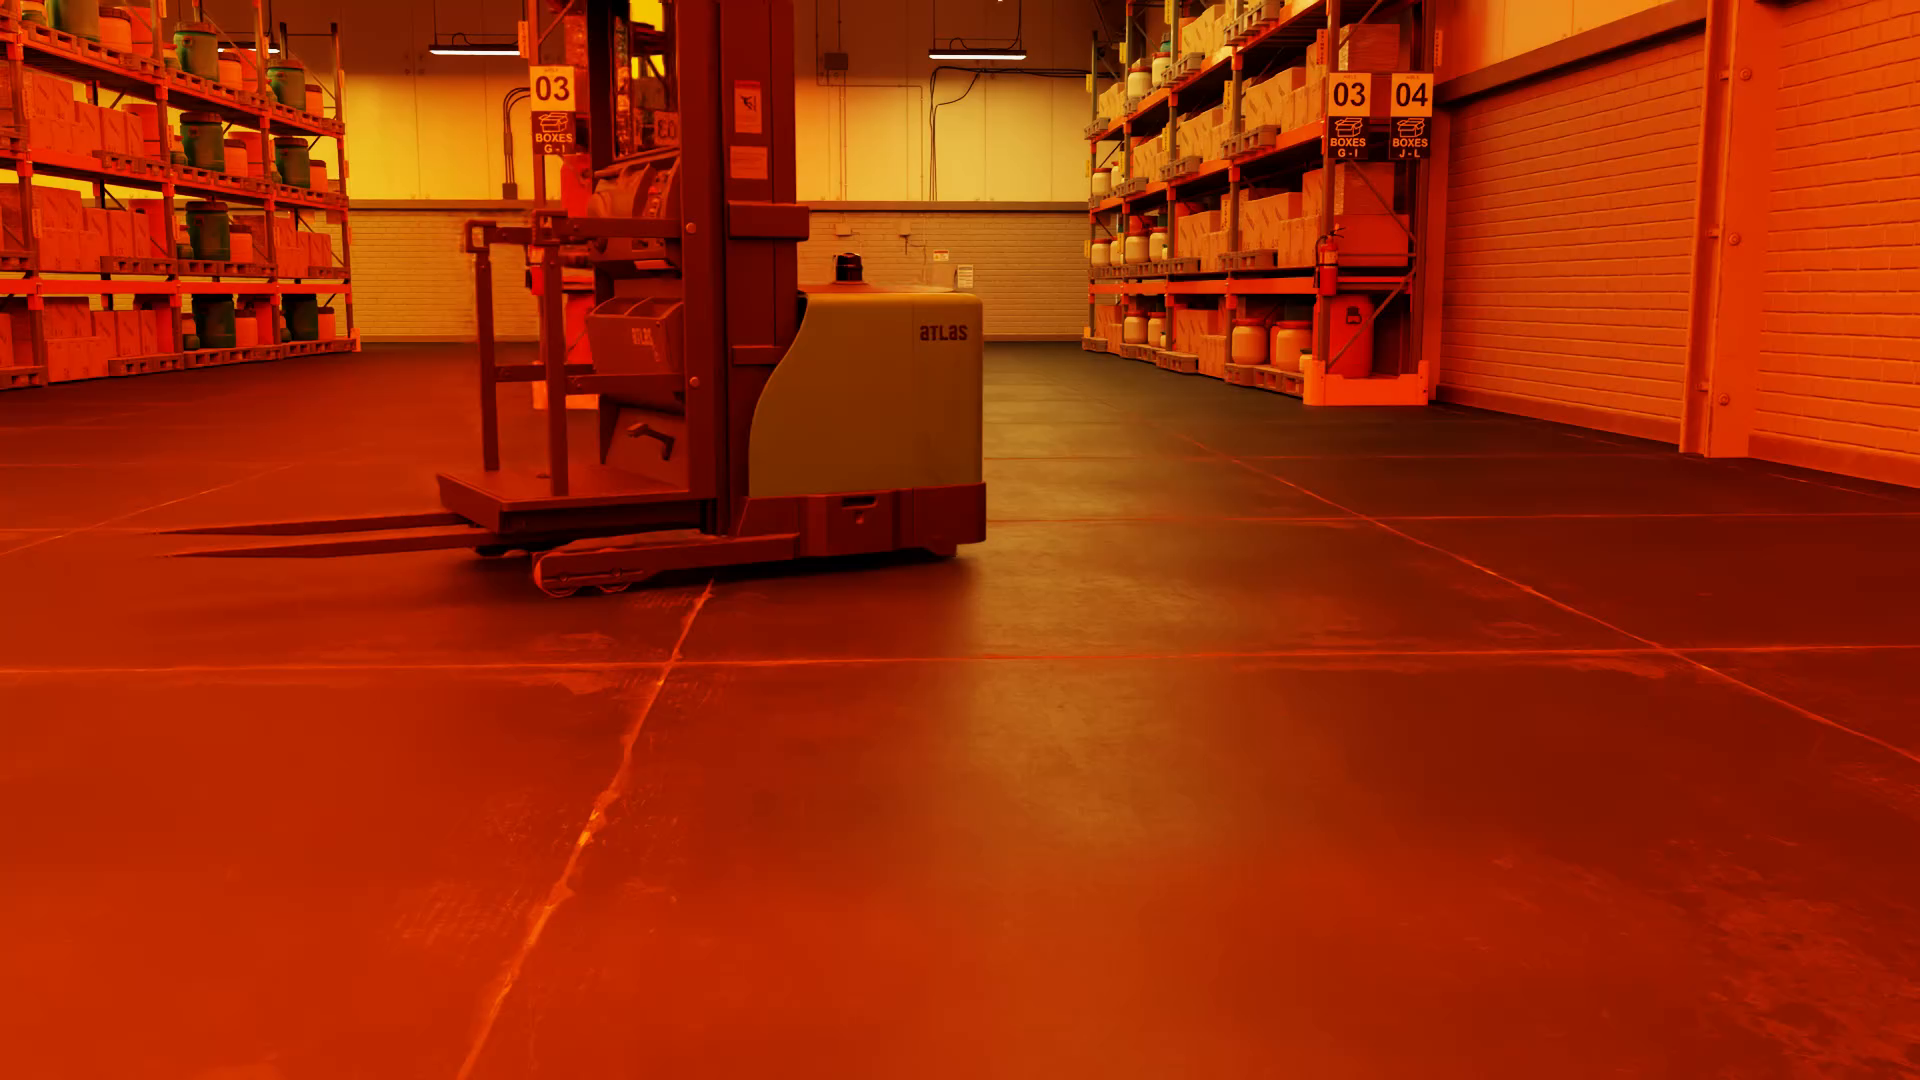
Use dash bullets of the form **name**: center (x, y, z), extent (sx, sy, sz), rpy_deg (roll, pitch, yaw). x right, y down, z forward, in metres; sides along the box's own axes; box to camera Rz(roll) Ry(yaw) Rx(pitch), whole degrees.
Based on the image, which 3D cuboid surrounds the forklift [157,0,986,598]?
- **forklift**: center (-1.433, -1.332, 6.299), extent (3.031, 2.935, 1.130), rpy_deg (-5, 10, -29)
